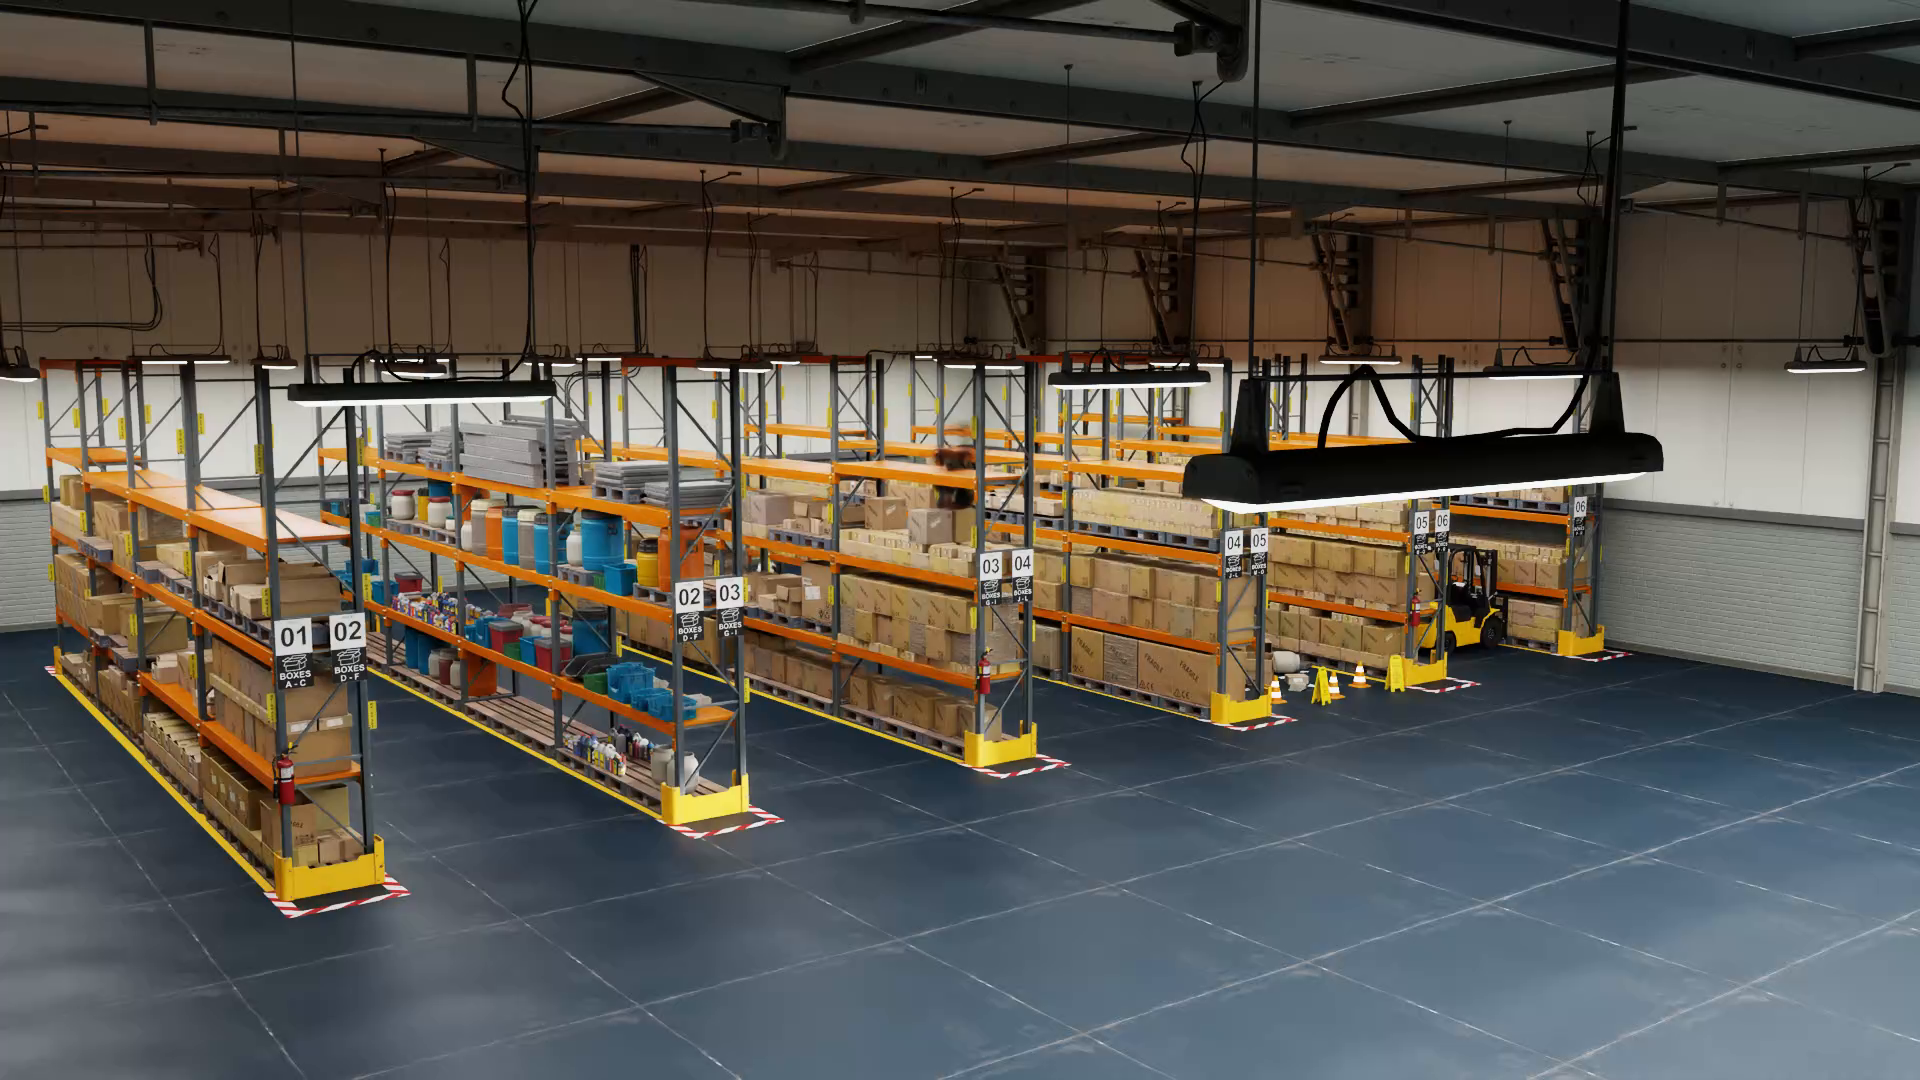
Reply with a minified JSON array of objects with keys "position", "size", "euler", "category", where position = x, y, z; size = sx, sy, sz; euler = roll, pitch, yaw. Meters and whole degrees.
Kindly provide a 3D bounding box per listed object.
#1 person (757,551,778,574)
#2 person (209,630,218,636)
[{"position":[-4.253,1.049,37.041],"size":[0.600,1.651,0.786],"euler":[-4,8,-30],"category":"person"},{"position":[-13.995,1.786,31.492],"size":[0.573,1.569,0.588],"euler":[5,9,38],"category":"person"}]
